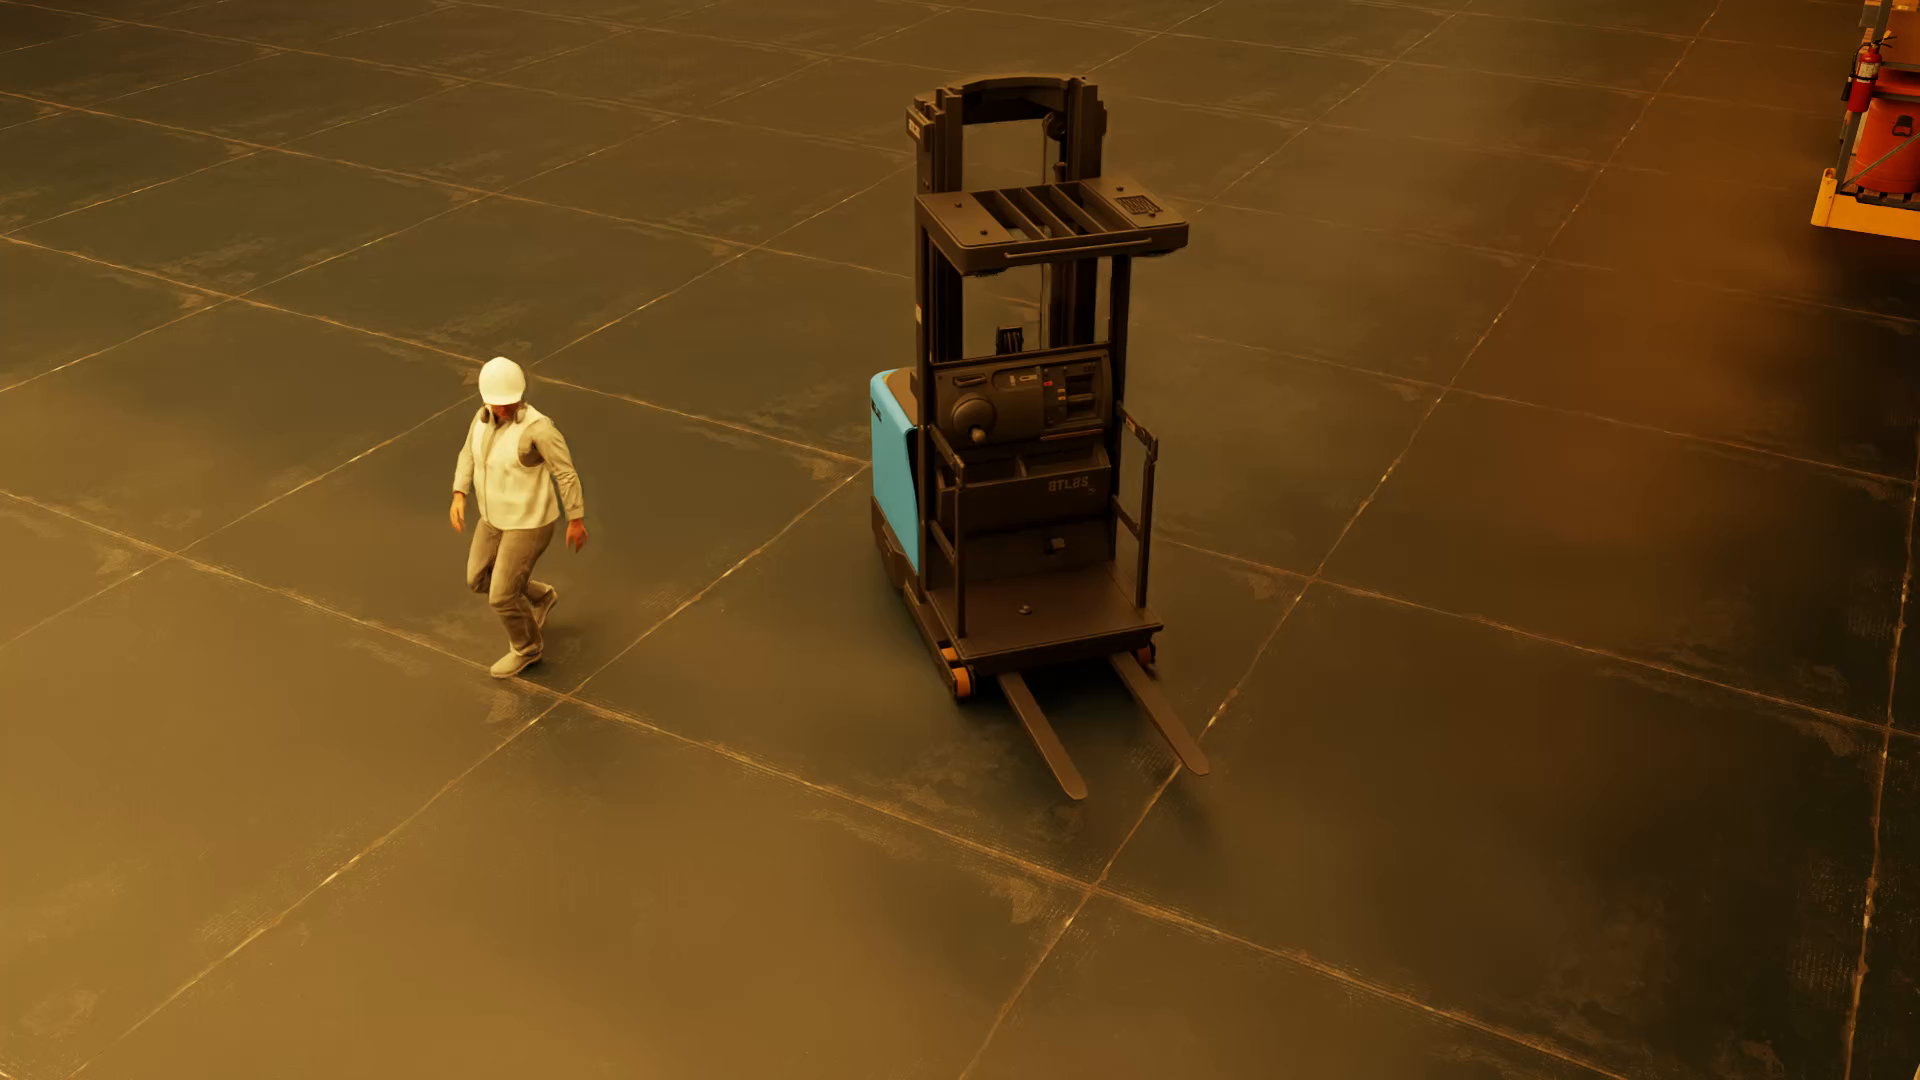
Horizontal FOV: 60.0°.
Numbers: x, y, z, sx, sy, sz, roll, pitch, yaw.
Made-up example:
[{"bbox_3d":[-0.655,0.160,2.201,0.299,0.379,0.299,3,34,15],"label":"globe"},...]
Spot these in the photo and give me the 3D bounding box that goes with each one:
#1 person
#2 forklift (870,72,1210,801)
[{"bbox_3d":[-2.275,-0.115,8.486,0.555,1.725,0.705,-26,39,-37],"label":"person"},{"bbox_3d":[0.392,-0.672,8.234,1.130,2.935,3.031,-9,31,-15],"label":"forklift"}]
